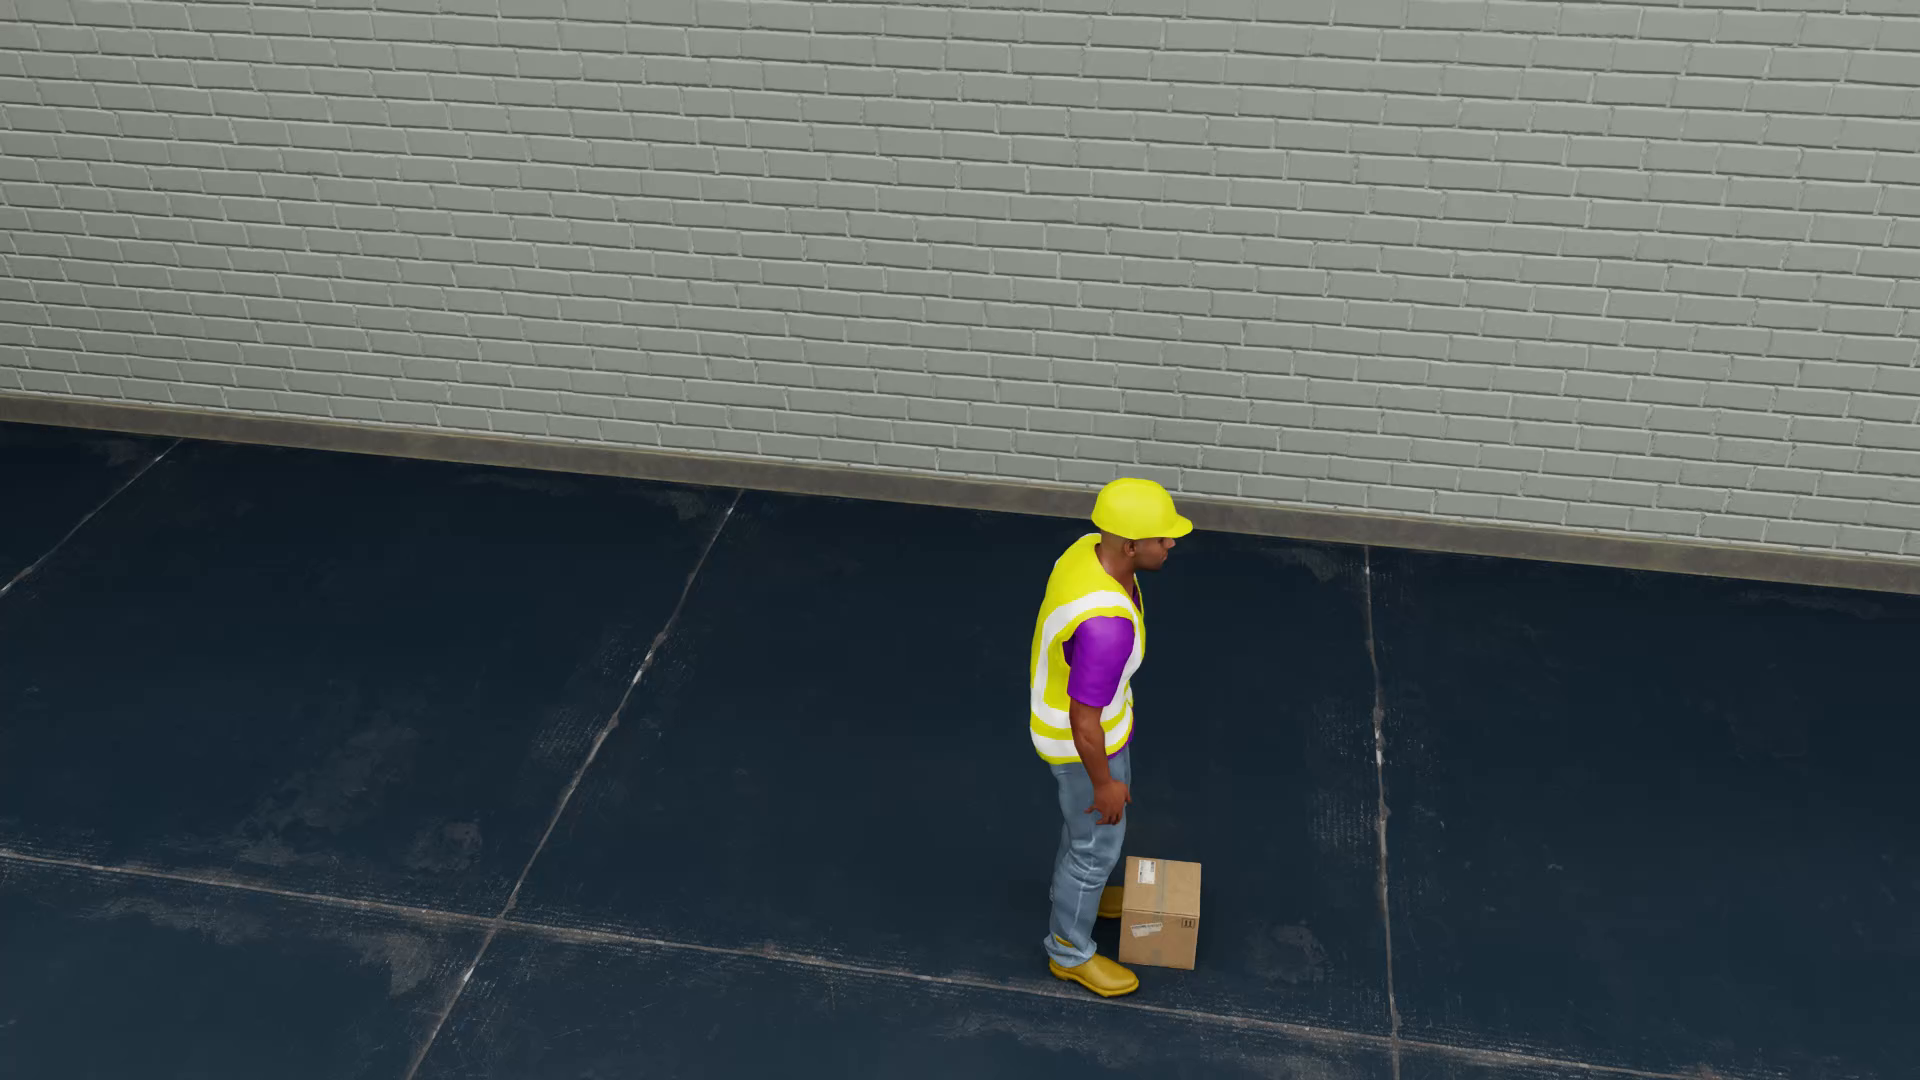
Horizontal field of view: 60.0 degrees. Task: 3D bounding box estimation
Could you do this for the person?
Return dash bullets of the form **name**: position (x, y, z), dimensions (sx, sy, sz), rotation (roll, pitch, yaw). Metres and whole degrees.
- **person**: position (0.442, 0.586, 5.190), dimensions (0.455, 1.761, 0.635), rotation (4, 32, 6)
